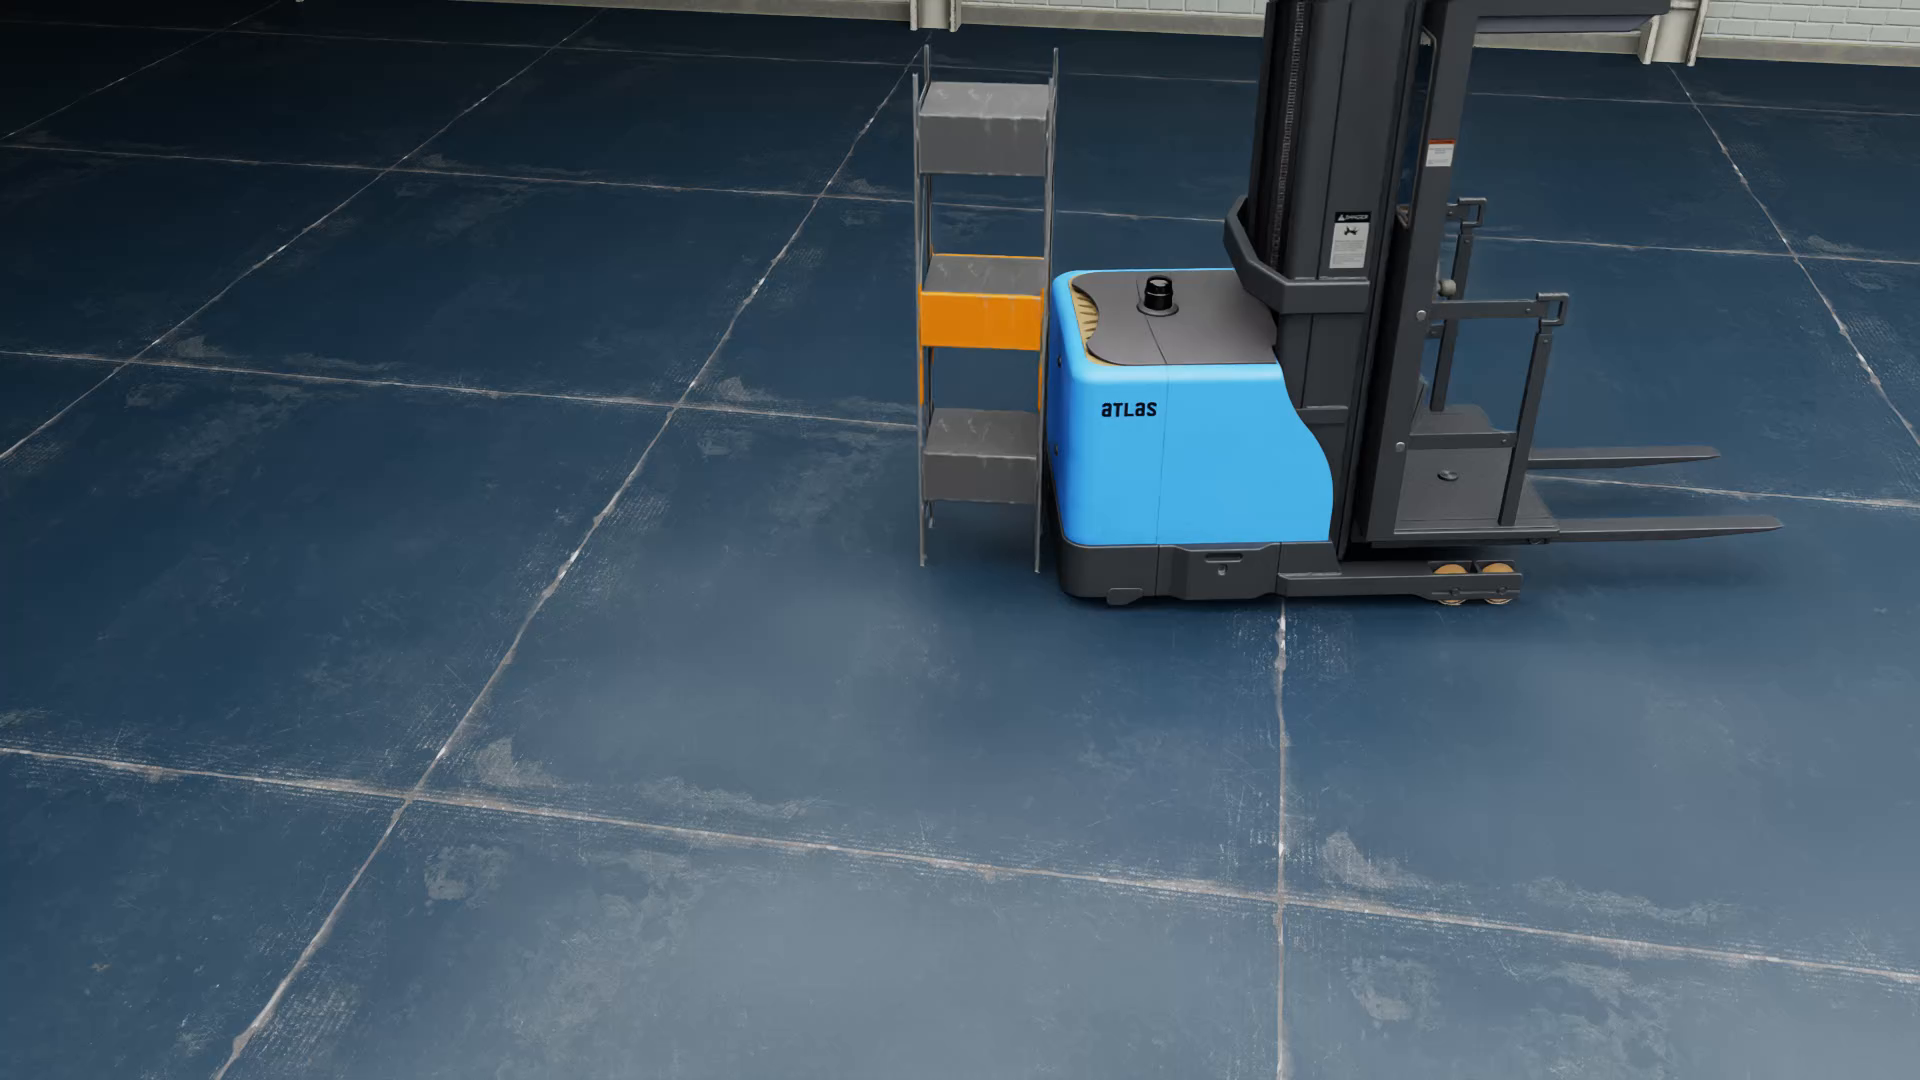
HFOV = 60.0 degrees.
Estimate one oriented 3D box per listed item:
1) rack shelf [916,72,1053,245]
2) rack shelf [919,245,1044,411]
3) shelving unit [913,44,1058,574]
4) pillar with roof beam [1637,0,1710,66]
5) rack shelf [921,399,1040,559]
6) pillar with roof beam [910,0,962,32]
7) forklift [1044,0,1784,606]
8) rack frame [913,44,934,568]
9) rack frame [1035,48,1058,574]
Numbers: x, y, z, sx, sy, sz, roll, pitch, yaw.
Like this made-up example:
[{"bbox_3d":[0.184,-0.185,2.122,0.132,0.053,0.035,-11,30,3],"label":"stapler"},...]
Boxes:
[{"bbox_3d":[0.100,-1.446,6.288,0.480,0.518,0.431,3,32,5],"label":"rack shelf"},{"bbox_3d":[0.100,-0.853,6.659,0.480,0.518,0.431,3,32,5],"label":"rack shelf"},{"bbox_3d":[0.100,-0.864,6.652,0.503,2.100,0.431,3,32,5],"label":"shelving unit"},{"bbox_3d":[4.984,-5.453,7.480,0.400,9.000,9.100,5,32,8],"label":"pillar with roof beam"},{"bbox_3d":[0.100,-0.260,7.031,0.480,0.518,0.431,3,32,5],"label":"rack shelf"},{"bbox_3d":[-0.930,-5.988,8.336,0.400,9.000,9.100,5,32,8],"label":"pillar with roof beam"},{"bbox_3d":[1.906,-1.256,6.494,3.031,2.935,1.130,-1,32,-2],"label":"forklift"},{"bbox_3d":[-0.143,-0.877,6.672,0.015,2.100,0.400,3,32,5],"label":"rack frame"},{"bbox_3d":[0.343,-0.852,6.632,0.015,2.100,0.400,3,32,5],"label":"rack frame"}]
